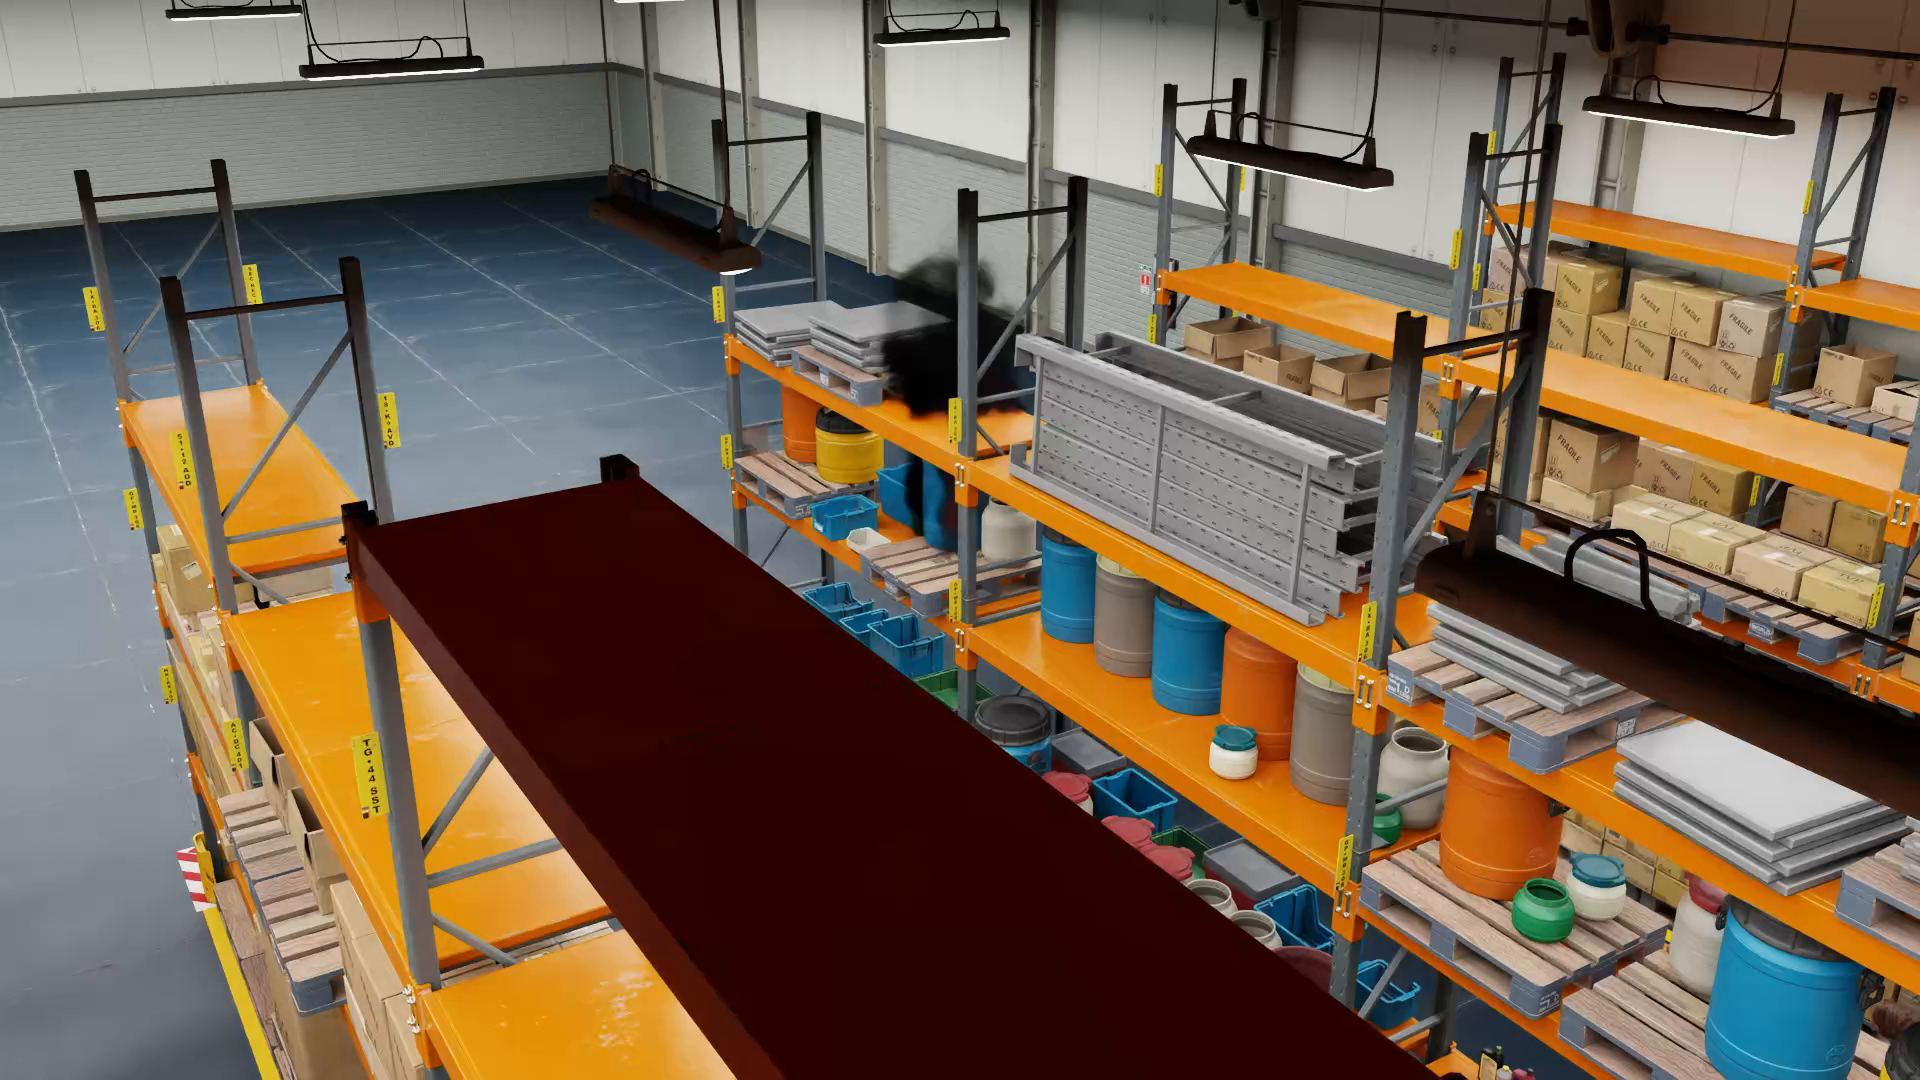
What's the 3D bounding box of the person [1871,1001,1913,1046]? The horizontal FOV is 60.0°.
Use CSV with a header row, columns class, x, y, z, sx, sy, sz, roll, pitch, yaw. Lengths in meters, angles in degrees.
class,x,y,z,sx,sy,sz,roll,pitch,yaw
person,5.663,3.548,10.348,0.531,1.591,0.883,-17,28,-37
